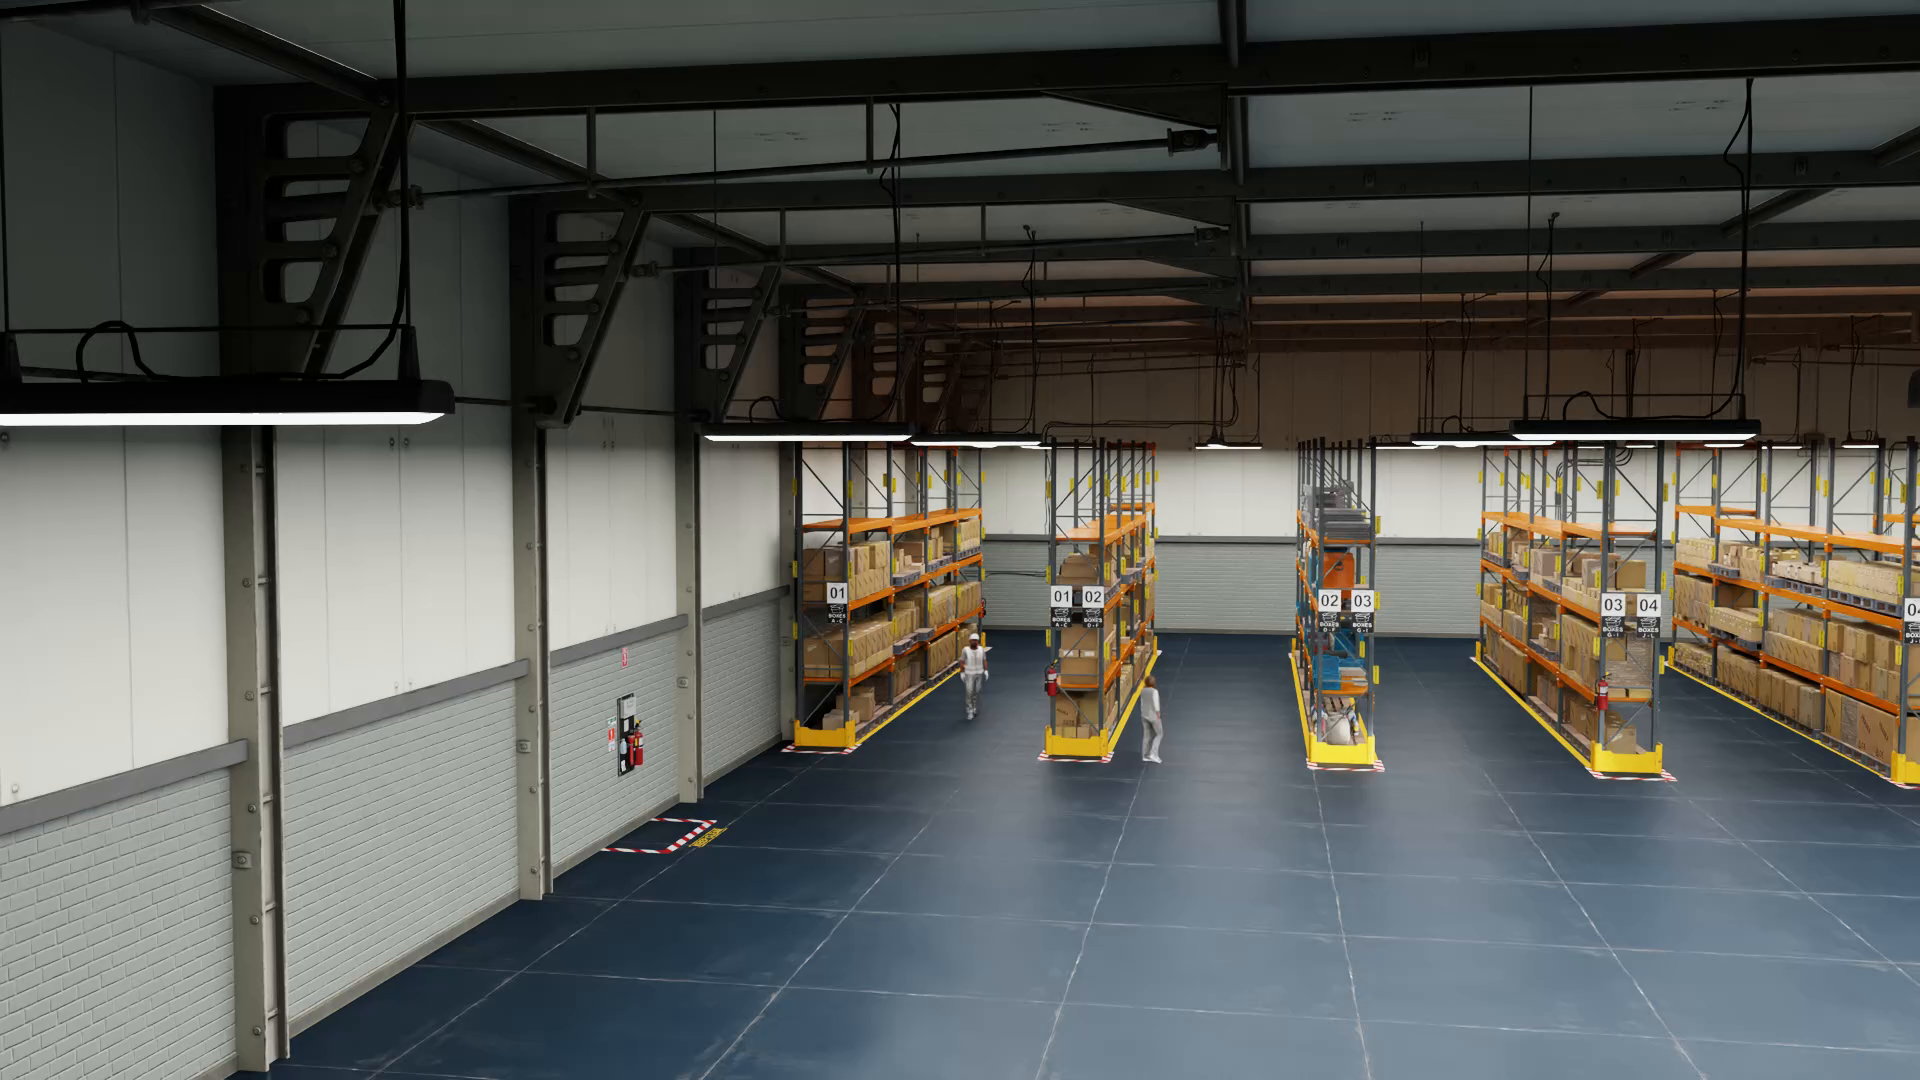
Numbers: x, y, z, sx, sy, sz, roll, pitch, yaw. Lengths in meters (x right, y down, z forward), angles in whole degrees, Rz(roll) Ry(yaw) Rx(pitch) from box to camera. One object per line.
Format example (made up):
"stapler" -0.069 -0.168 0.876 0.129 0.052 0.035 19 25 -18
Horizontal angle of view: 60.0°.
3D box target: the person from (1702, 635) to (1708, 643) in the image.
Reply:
"person" 20.897 2.432 46.361 0.881 1.644 0.445 -1 3 -18

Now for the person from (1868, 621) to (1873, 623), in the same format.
"person" 22.203 2.709 40.493 0.632 1.804 0.869 2 4 32

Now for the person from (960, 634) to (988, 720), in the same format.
"person" 0.331 2.932 35.985 0.569 1.798 0.732 -1 3 -23

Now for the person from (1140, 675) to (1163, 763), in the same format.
"person" 3.539 3.303 30.770 0.353 1.602 0.534 -3 4 -40
